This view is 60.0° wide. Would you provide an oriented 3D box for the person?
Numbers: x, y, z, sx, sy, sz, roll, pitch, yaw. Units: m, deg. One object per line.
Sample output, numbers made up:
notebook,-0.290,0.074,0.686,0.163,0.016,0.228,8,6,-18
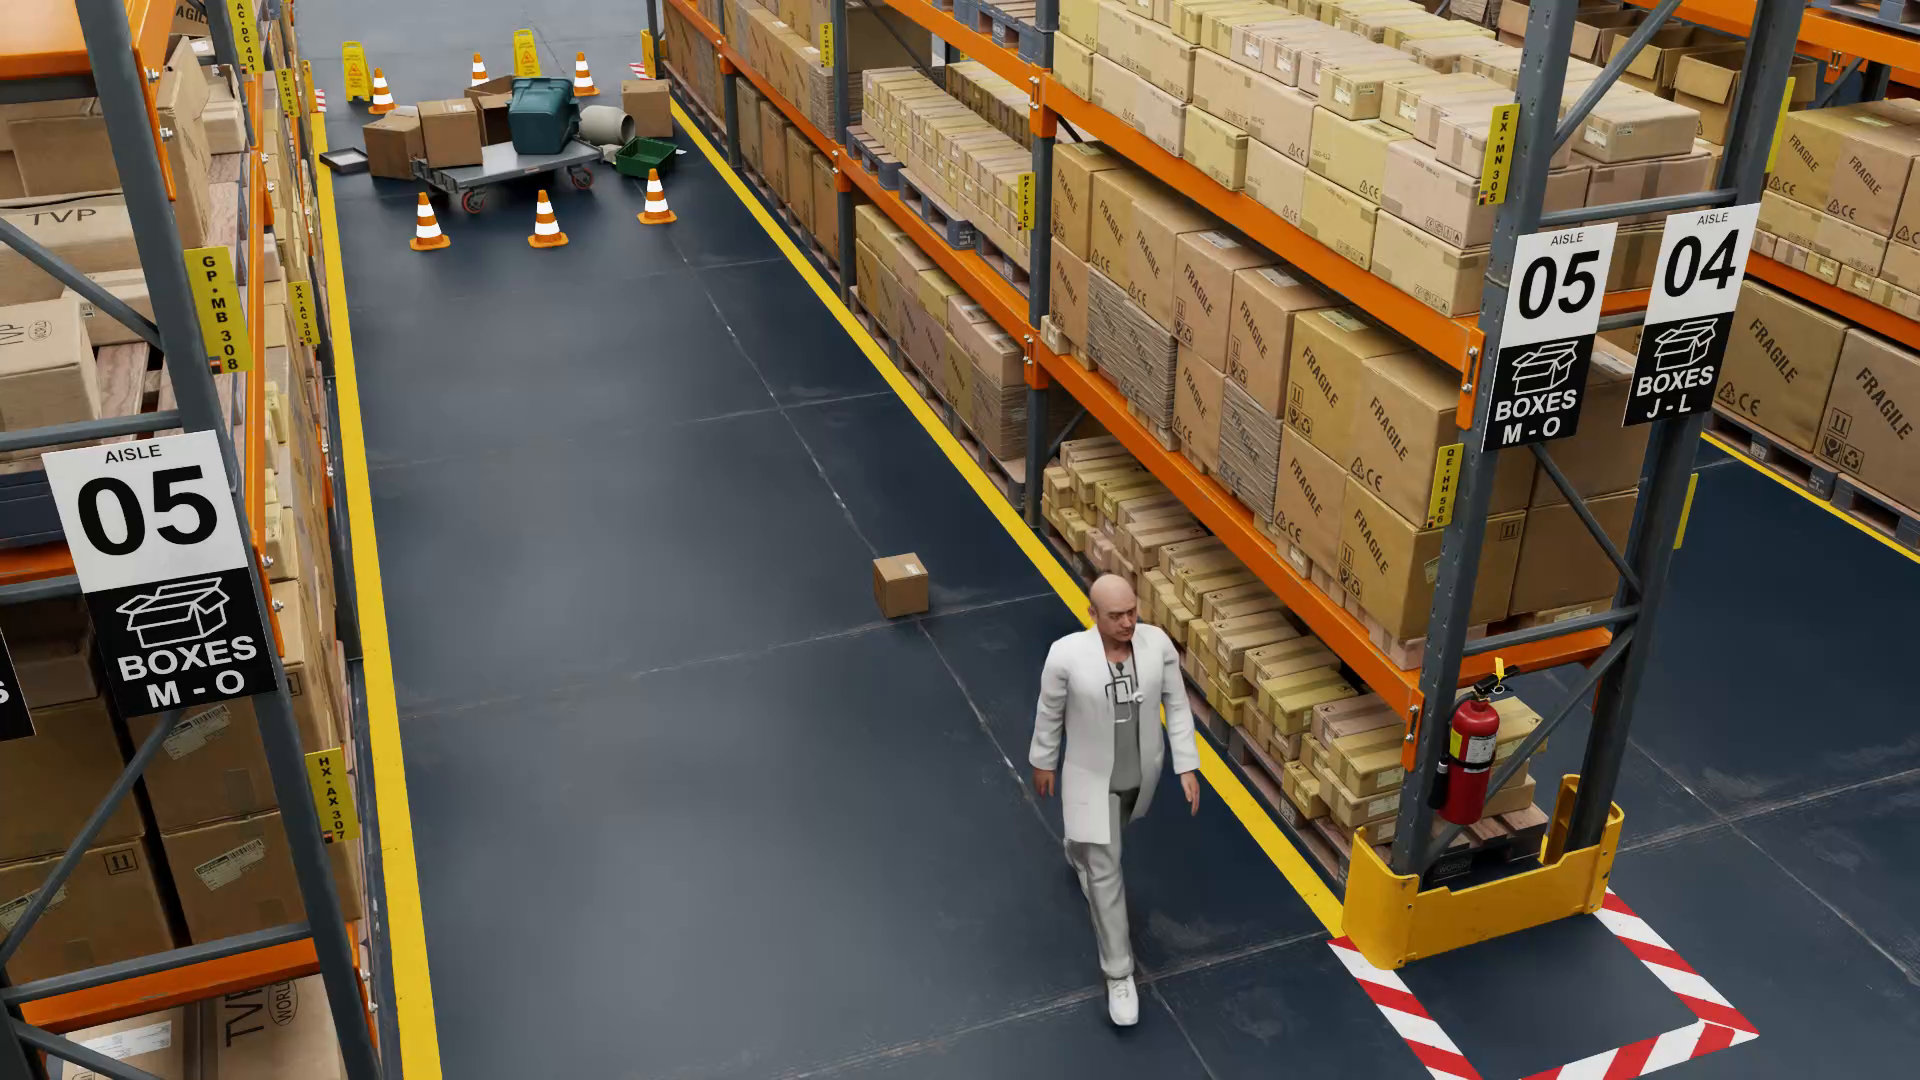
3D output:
person,0.644,0.944,6.676,0.617,1.721,1.092,-10,31,-16
